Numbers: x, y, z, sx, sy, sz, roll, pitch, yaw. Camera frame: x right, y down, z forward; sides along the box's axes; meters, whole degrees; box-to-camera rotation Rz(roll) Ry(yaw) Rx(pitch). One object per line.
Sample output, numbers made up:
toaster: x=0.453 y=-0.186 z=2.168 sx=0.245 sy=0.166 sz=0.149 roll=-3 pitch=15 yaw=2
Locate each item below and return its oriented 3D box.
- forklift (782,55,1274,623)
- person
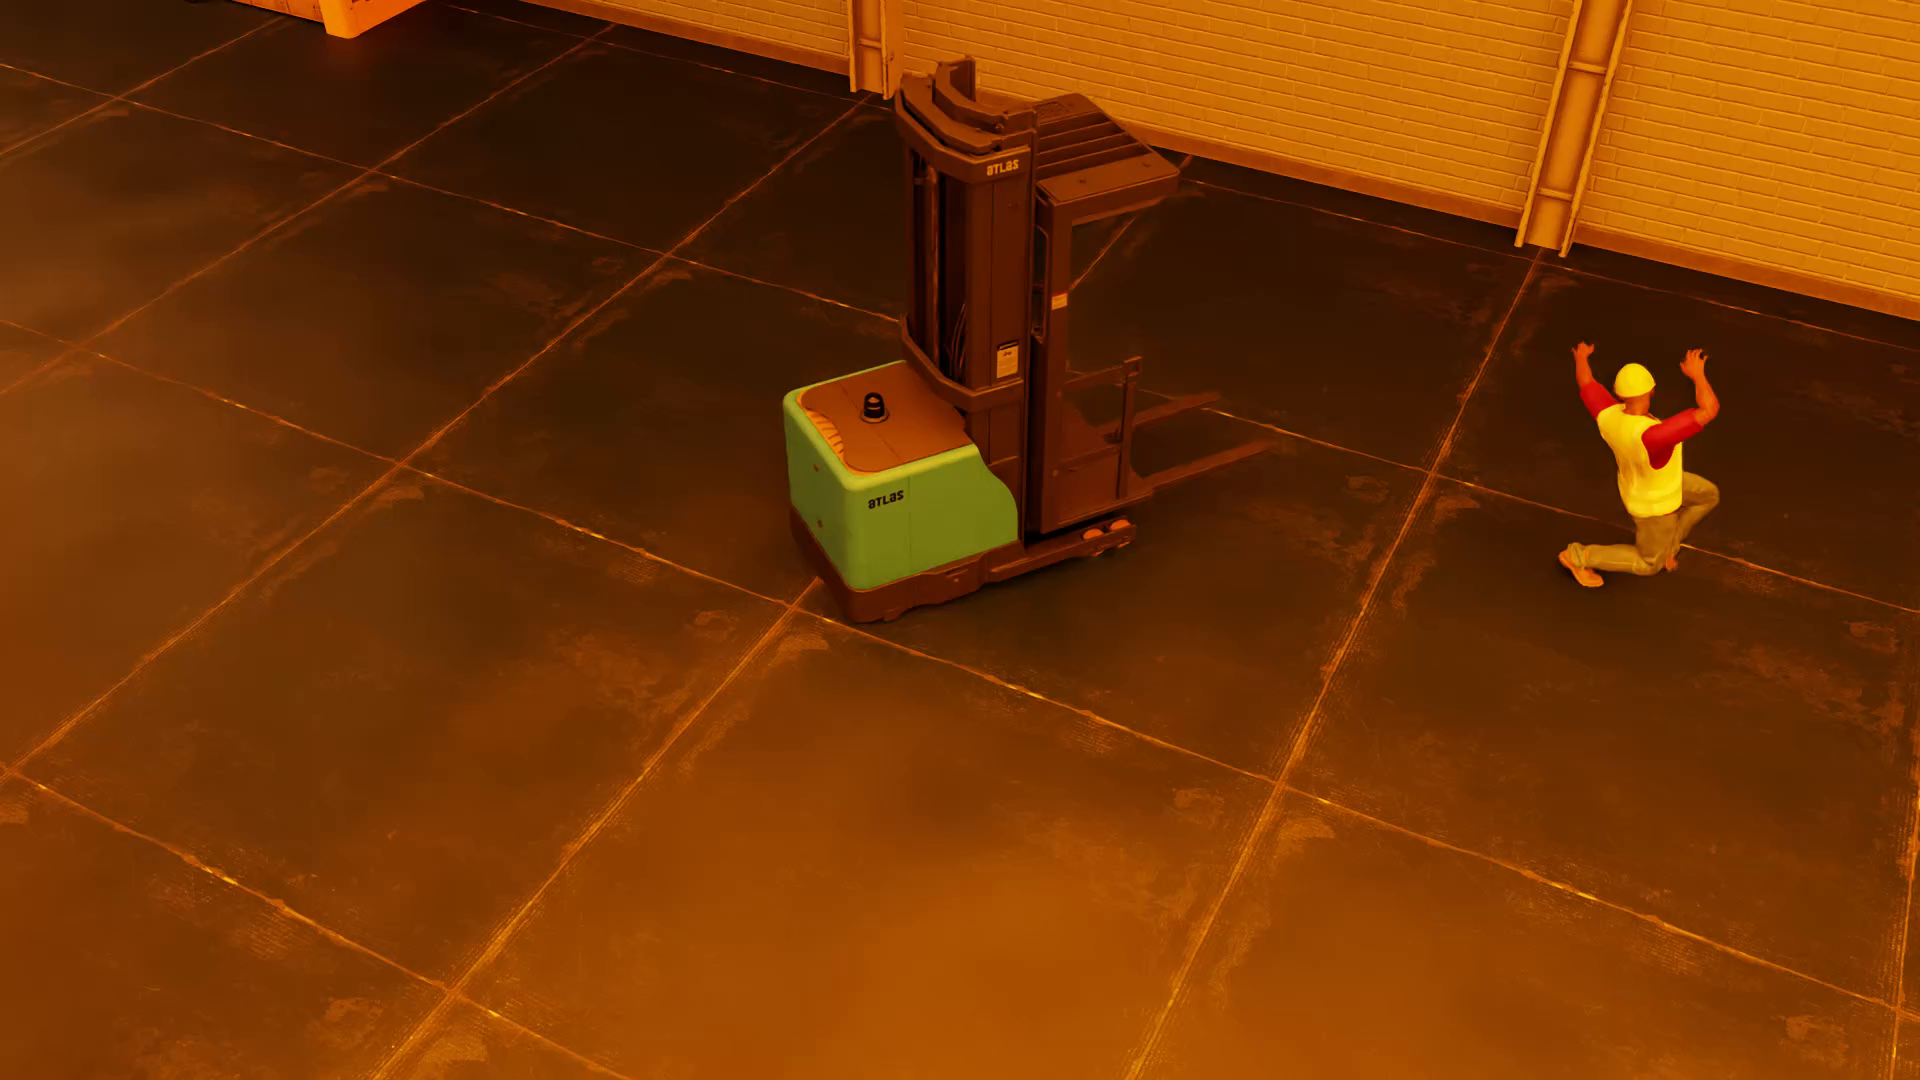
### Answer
forklift: x=0.509 y=-1.308 z=9.540 sx=3.031 sy=2.935 sz=1.130 roll=-18 pitch=43 yaw=-20
person: x=4.018 y=-0.538 z=9.732 sx=0.884 sy=1.576 sz=1.128 roll=2 pitch=40 yaw=3
